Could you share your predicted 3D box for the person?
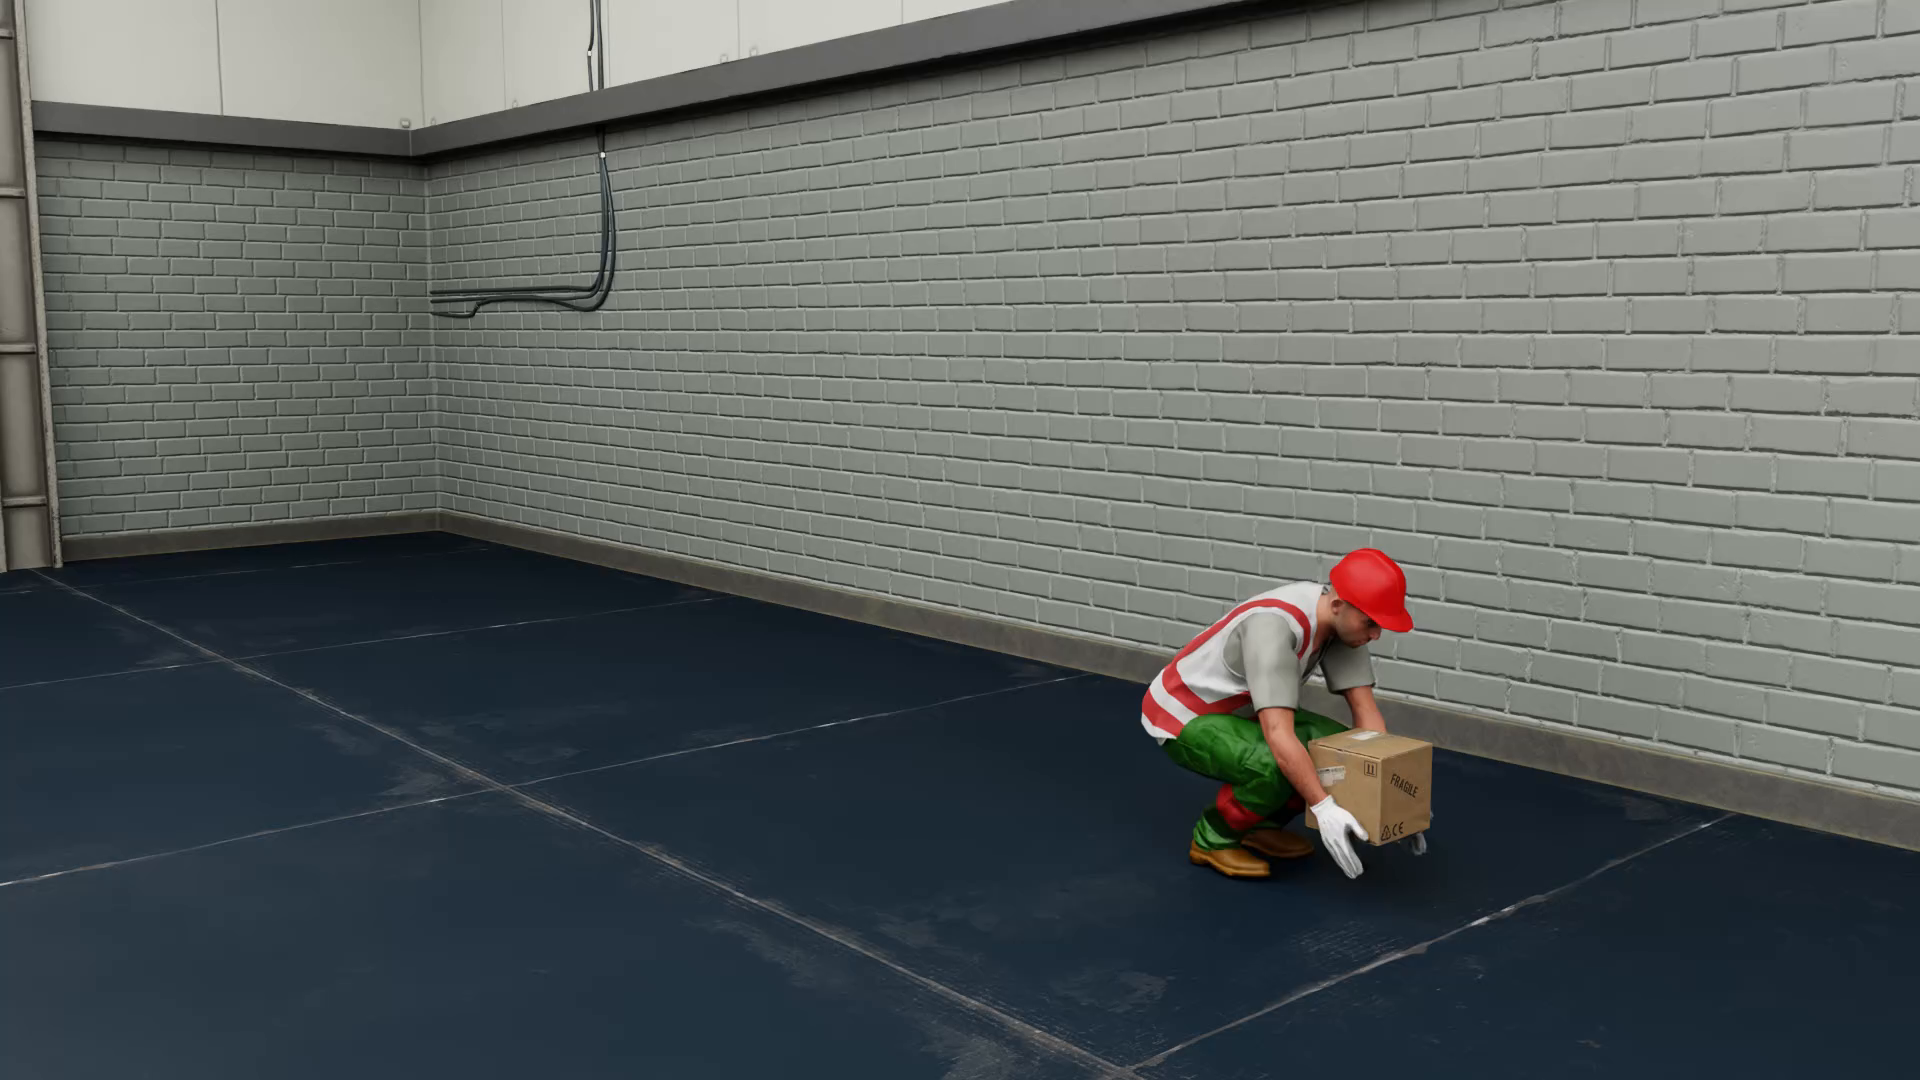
[{"bbox_3d":[0.962,0.500,4.947,0.549,0.995,0.865,-6,10,-41],"label":"person"}]
